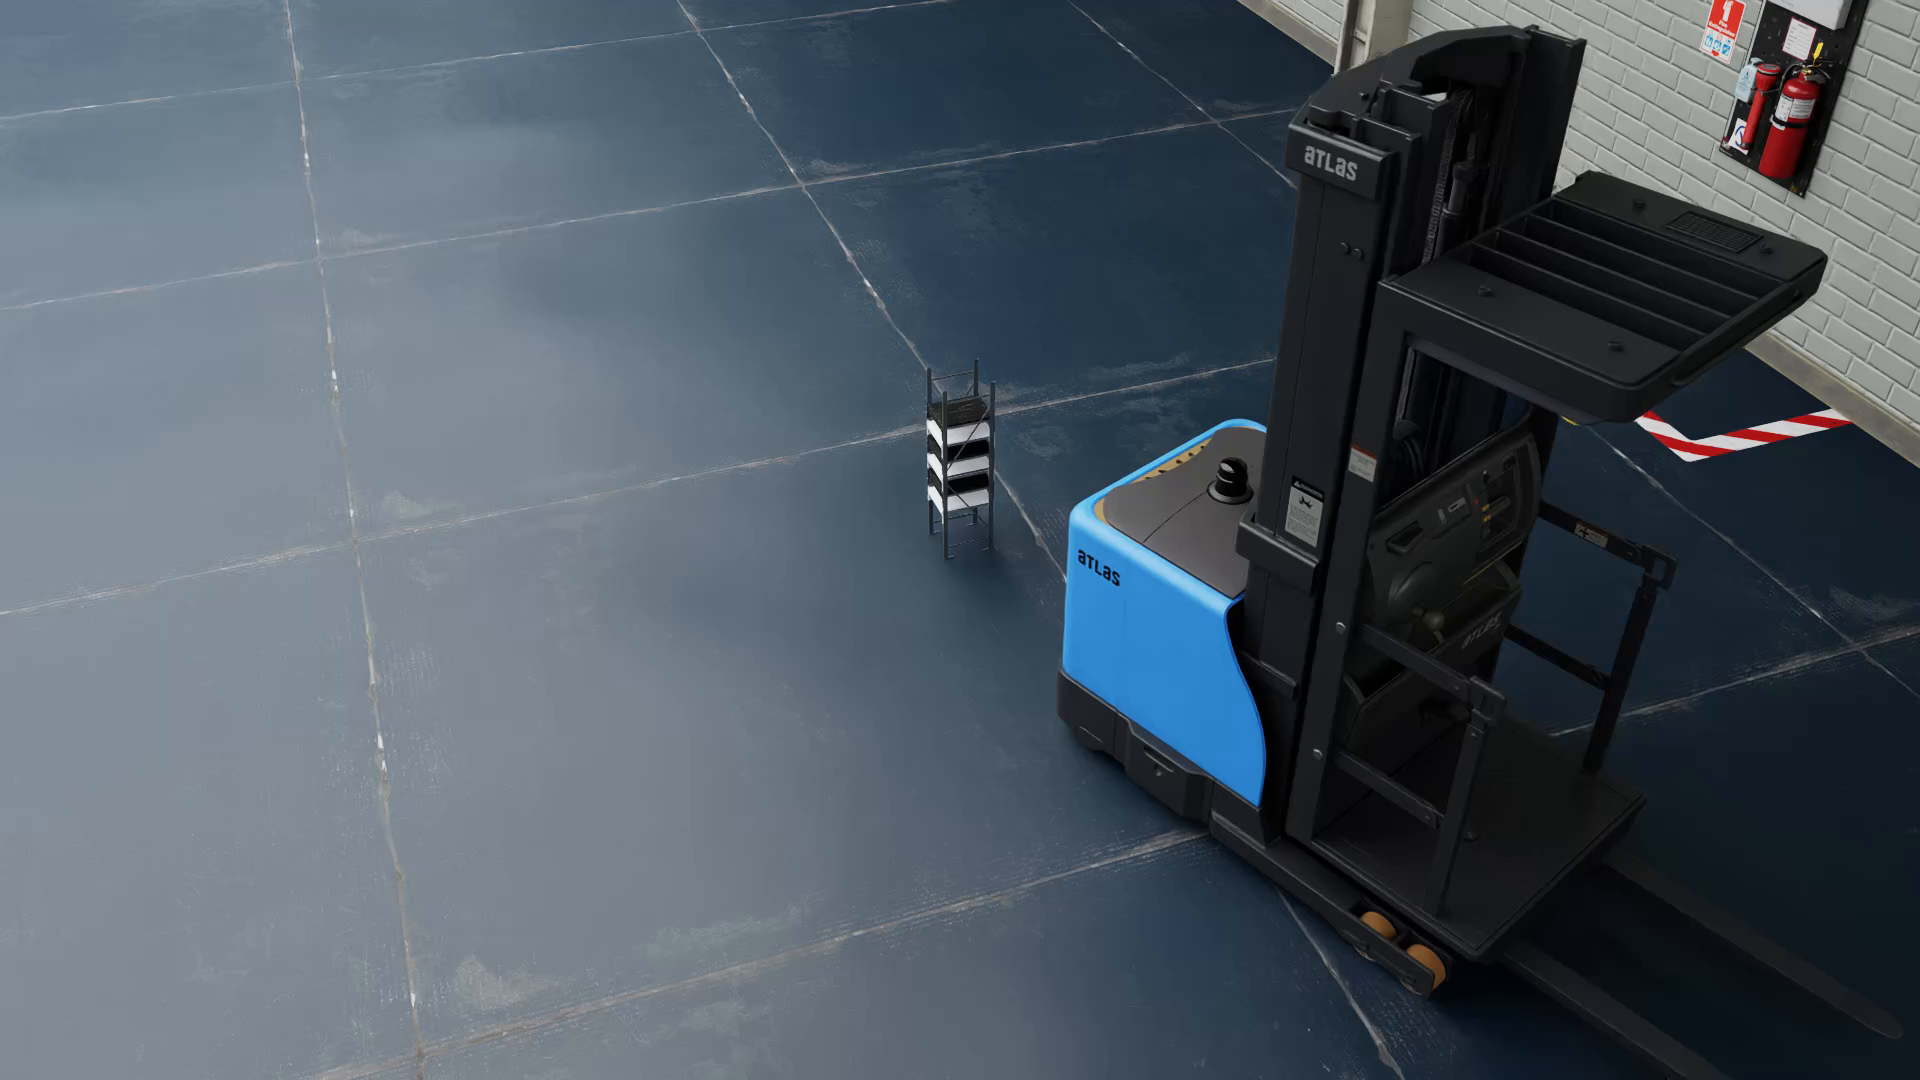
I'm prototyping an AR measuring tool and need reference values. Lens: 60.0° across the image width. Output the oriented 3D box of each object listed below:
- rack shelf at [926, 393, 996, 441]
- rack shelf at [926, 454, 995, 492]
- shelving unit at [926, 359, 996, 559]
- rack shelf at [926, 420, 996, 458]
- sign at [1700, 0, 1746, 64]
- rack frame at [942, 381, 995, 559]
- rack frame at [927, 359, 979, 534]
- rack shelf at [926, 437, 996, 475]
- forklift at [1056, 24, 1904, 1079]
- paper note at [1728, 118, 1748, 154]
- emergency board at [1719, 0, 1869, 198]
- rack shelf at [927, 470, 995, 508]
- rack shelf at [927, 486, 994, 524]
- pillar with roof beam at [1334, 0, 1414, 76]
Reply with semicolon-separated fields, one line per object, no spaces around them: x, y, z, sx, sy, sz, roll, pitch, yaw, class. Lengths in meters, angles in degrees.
0.003;-0.544;7.331;0.258;0.077;0.200;-12;39;-16;rack shelf
0.003;-0.328;7.493;0.258;0.077;0.200;-12;39;-16;rack shelf
0.003;-0.355;7.473;0.258;0.900;0.210;-12;39;-16;shelving unit
0.003;-0.472;7.385;0.258;0.077;0.200;-12;39;-16;rack shelf
4.059;-2.731;8.852;0.001;0.329;0.234;-12;39;-16;sign
0.038;-0.297;7.397;0.240;0.900;0.006;-12;39;-16;rack frame
-0.032;-0.412;7.549;0.240;0.900;0.006;-12;39;-16;rack frame
0.003;-0.400;7.439;0.258;0.077;0.200;-12;39;-16;rack shelf
1.751;0.031;5.273;1.130;2.935;3.031;-29;46;-32;forklift
4.157;-2.145;8.837;0.016;0.148;0.142;-12;39;-16;paper note
4.153;-2.383;8.420;0.194;1.169;0.643;-12;39;-16;emergency board
0.003;-0.256;7.547;0.258;0.077;0.200;-12;39;-16;rack shelf
0.003;-0.184;7.602;0.258;0.077;0.200;-12;39;-16;rack shelf
-1.140;-5.873;8.068;9.100;9.000;0.400;-12;39;-16;pillar with roof beam
